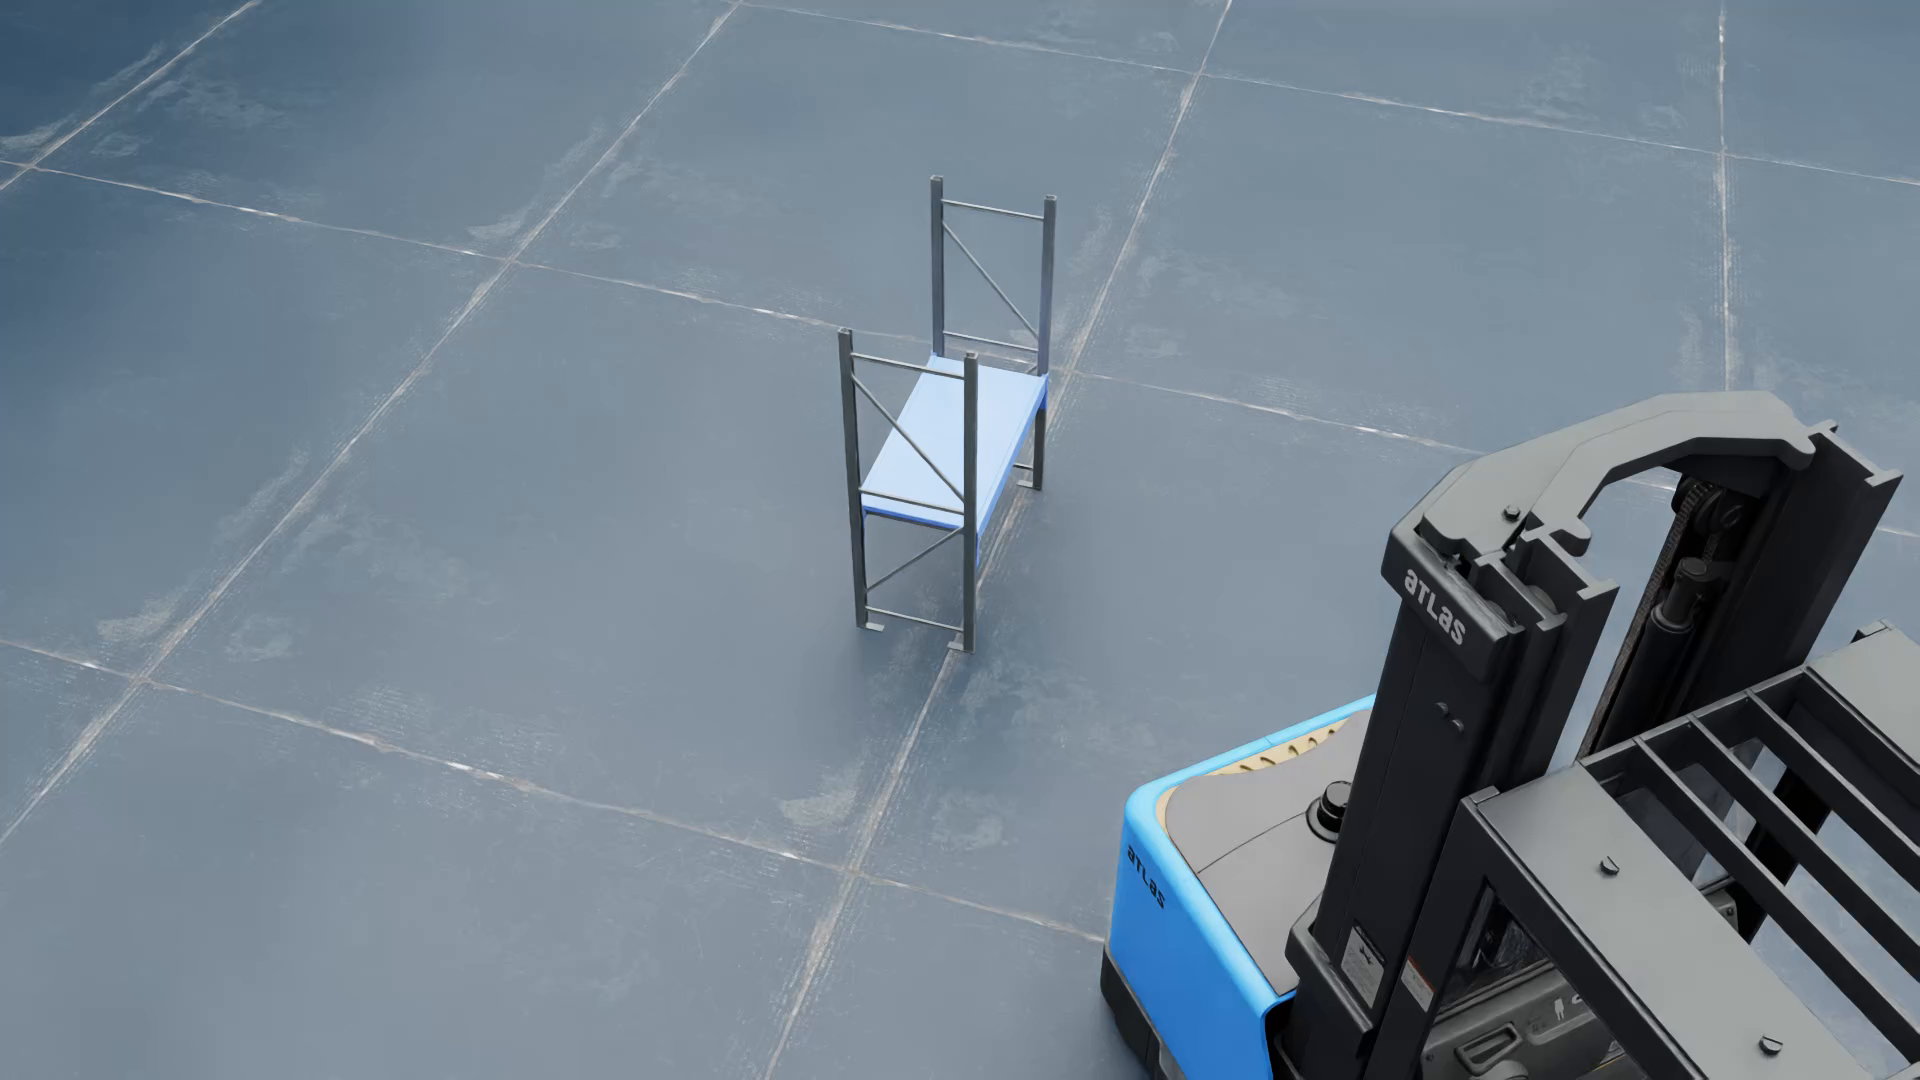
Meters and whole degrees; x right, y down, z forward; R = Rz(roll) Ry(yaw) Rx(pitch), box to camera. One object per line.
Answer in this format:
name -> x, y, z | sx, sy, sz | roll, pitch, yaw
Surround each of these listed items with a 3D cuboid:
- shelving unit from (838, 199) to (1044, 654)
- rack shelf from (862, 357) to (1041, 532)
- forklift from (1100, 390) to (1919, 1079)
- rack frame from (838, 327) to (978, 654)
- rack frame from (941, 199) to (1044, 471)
shelving unit -> -0.027, -0.476, 6.563 | 0.500, 1.500, 1.039 | 13, 46, 12
rack shelf -> -0.026, -0.398, 6.645 | 0.459, 0.026, 0.952 | 13, 46, 12
forklift -> 1.552, 1.248, 3.778 | 1.130, 2.935, 3.031 | -18, 47, -18
rack frame -> -0.180, -0.140, 6.220 | 0.500, 1.500, 0.032 | 13, 46, 12
rack frame -> 0.130, -0.818, 6.912 | 0.475, 1.308, 0.013 | 13, 46, 12
